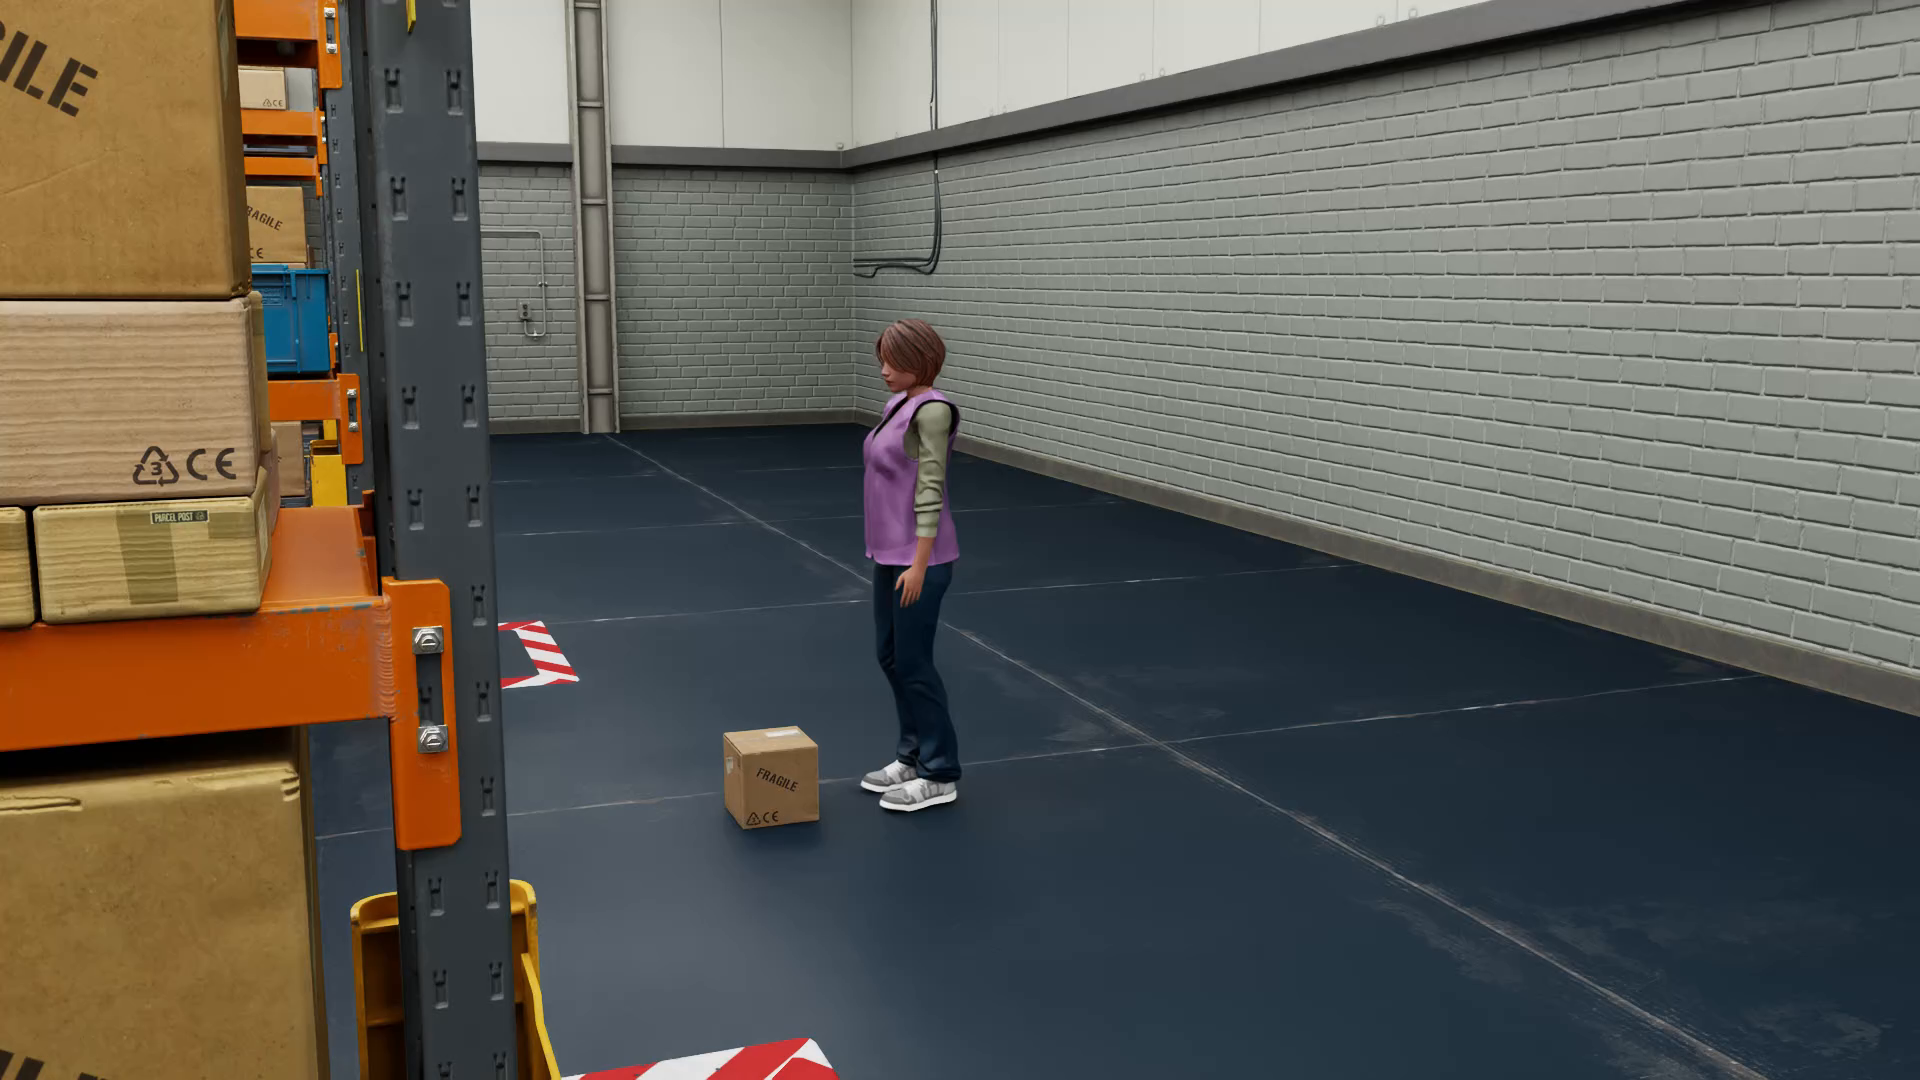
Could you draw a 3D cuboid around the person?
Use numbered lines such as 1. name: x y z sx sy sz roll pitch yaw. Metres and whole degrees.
1. person: -0.155 0.080 5.422 0.302 1.593 0.406 -3 10 -19
